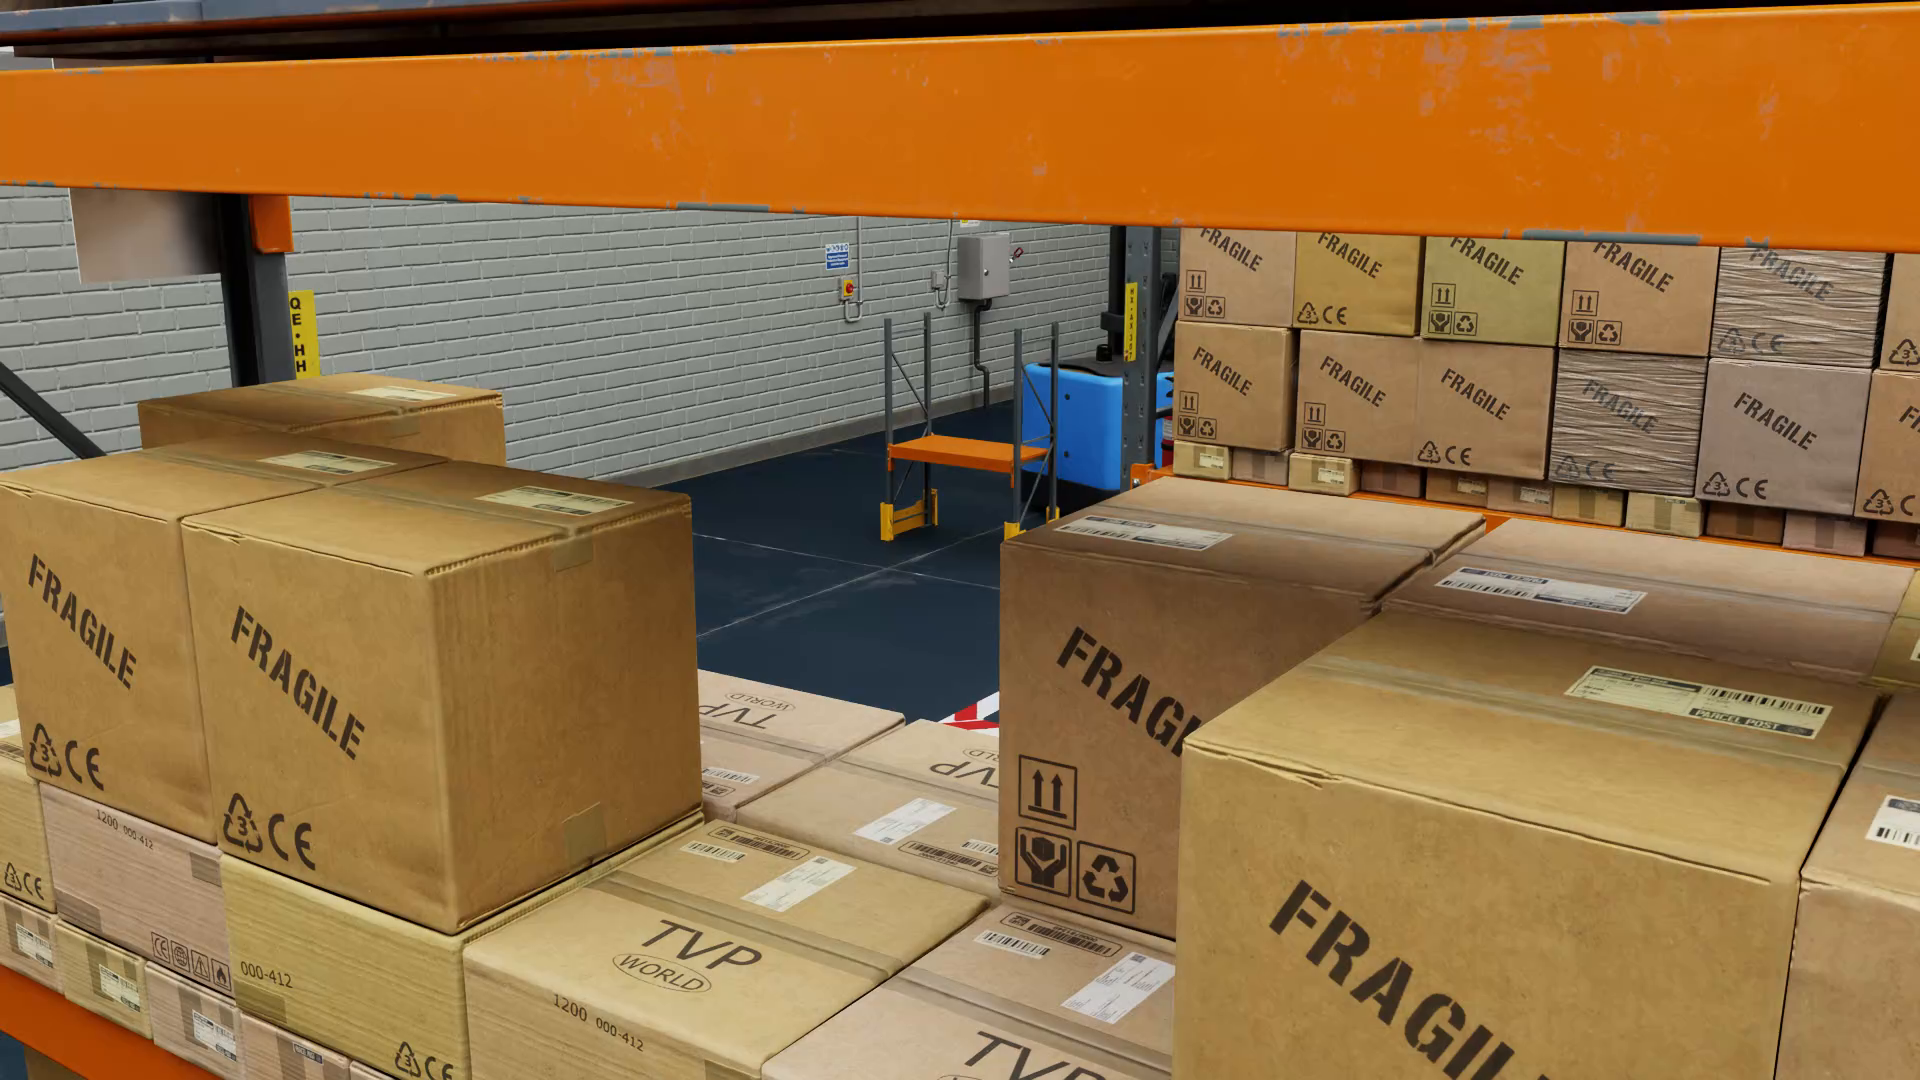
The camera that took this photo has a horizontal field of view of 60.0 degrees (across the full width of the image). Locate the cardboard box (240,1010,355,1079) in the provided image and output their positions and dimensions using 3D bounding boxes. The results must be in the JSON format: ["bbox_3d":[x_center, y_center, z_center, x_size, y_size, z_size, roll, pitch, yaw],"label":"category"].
[{"bbox_3d":[-0.868,0.748,2.582,0.250,0.149,0.380,9,16,32],"label":"cardboard box"}]

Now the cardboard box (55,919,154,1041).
[{"bbox_3d":[-1.296,0.679,2.861,0.250,0.149,0.380,9,16,31],"label":"cardboard box"}]

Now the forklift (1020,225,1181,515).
[{"bbox_3d":[1.904,-1.773,12.385,3.031,2.935,1.130,-11,17,-36],"label":"forklift"}]

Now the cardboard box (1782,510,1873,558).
[{"bbox_3d":[3.066,-0.064,5.862,0.250,0.149,0.380,8,16,30],"label":"cardboard box"}]

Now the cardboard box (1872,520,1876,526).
[{"bbox_3d":[3.385,-0.175,6.309,0.250,0.149,0.380,10,17,34],"label":"cardboard box"}]

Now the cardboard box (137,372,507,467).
[{"bbox_3d":[-1.282,-0.047,3.405,0.500,0.500,0.500,9,17,33],"label":"cardboard box"}]

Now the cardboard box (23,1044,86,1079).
[{"bbox_3d":[-1.257,1.273,3.487,0.875,0.875,0.875,9,17,33],"label":"cardboard box"}]

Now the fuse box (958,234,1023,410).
[{"bbox_3d":[0.300,-2.126,16.351,0.414,1.711,0.539,9,17,33],"label":"fuse box"}]

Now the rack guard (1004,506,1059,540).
[{"bbox_3d":[0.476,-0.044,10.982,0.087,0.250,0.587,9,17,33],"label":"rack guard"}]

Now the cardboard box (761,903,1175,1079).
[{"bbox_3d":[0.119,0.696,1.963,0.500,0.250,0.500,10,17,34],"label":"cardboard box"}]

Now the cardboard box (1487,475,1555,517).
[{"bbox_3d":[2.225,-0.209,6.449,0.250,0.149,0.380,9,16,32],"label":"cardboard box"}]

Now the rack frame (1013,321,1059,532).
[{"bbox_3d":[0.493,-0.648,10.821,0.032,1.500,0.500,9,17,33],"label":"rack frame"}]

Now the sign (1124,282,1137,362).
[{"bbox_3d":[0.717,-0.912,6.964,0.005,0.325,0.100,9,17,33],"label":"sign"}]

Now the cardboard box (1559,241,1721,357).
[{"bbox_3d":[2.510,-0.957,6.039,0.500,0.500,0.500,9,16,31],"label":"cardboard box"}]

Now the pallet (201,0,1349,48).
[{"bbox_3d":[-0.195,-0.777,2.161,1.213,0.211,1.003,9,17,33],"label":"pallet"}]

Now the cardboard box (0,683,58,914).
[{"bbox_3d":[-1.585,0.422,3.070,0.500,0.250,0.500,9,16,31],"label":"cardboard box"}]

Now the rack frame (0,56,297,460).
[{"bbox_3d":[-1.831,0.375,3.568,0.053,2.616,0.949,9,17,33],"label":"rack frame"}]

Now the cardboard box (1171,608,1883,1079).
[{"bbox_3d":[0.542,0.400,1.598,0.500,0.500,0.500,9,17,33],"label":"cardboard box"}]

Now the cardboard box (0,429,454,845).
[{"bbox_3d":[-1.170,0.125,2.709,0.500,0.500,0.500,9,16,31],"label":"cardboard box"}]

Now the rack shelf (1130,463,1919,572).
[{"bbox_3d":[2.679,0.017,6.508,4.000,0.370,1.077,9,17,33],"label":"rack shelf"}]

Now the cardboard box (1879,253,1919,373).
[{"bbox_3d":[3.366,-0.819,5.483,0.500,0.500,0.500,9,16,31],"label":"cardboard box"}]

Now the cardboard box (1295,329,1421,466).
[{"bbox_3d":[1.696,-0.611,6.722,0.500,0.500,0.500,9,17,33],"label":"cardboard box"}]

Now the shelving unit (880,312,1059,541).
[{"bbox_3d":[0.063,-0.718,11.102,1.083,1.500,0.587,9,17,33],"label":"shelving unit"}]

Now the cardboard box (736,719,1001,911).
[{"bbox_3d":[-0.005,0.521,2.669,0.500,0.250,0.500,9,17,33],"label":"cardboard box"}]

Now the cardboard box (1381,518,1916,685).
[{"bbox_3d":[0.828,0.293,2.028,0.500,0.500,0.500,9,17,33],"label":"cardboard box"}]

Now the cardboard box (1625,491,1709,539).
[{"bbox_3d":[2.634,-0.129,6.124,0.250,0.149,0.380,10,17,34],"label":"cardboard box"}]

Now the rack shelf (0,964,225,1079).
[{"bbox_3d":[-0.173,0.993,2.568,4.000,0.370,1.077,9,17,33],"label":"rack shelf"}]

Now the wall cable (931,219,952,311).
[{"bbox_3d":[-0.212,-3.130,15.610,0.122,1.984,0.588,9,17,33],"label":"wall cable"}]

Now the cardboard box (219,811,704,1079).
[{"bbox_3d":[-0.735,0.558,2.518,0.500,0.250,0.500,9,16,31],"label":"cardboard box"}]

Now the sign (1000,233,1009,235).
[{"bbox_3d":[0.404,-2.832,16.717,0.001,0.494,0.329,9,17,33],"label":"sign"}]

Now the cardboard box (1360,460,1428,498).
[{"bbox_3d":[1.825,-0.289,6.772,0.250,0.149,0.380,10,17,35],"label":"cardboard box"}]

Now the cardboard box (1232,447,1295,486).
[{"bbox_3d":[1.340,-0.344,6.991,0.250,0.149,0.380,10,17,35],"label":"cardboard box"}]

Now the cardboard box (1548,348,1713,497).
[{"bbox_3d":[2.522,-0.476,6.175,0.500,0.500,0.500,9,16,31],"label":"cardboard box"}]

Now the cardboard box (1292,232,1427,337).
[{"bbox_3d":[1.666,-1.099,6.612,0.500,0.500,0.500,10,17,34],"label":"cardboard box"}]

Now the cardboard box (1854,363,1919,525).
[{"bbox_3d":[3.349,-0.335,5.607,0.500,0.500,0.500,9,16,31],"label":"cardboard box"}]

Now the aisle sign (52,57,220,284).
[{"bbox_3d":[-1.725,-0.956,3.533,0.004,0.787,0.394,9,17,33],"label":"aisle sign"}]
